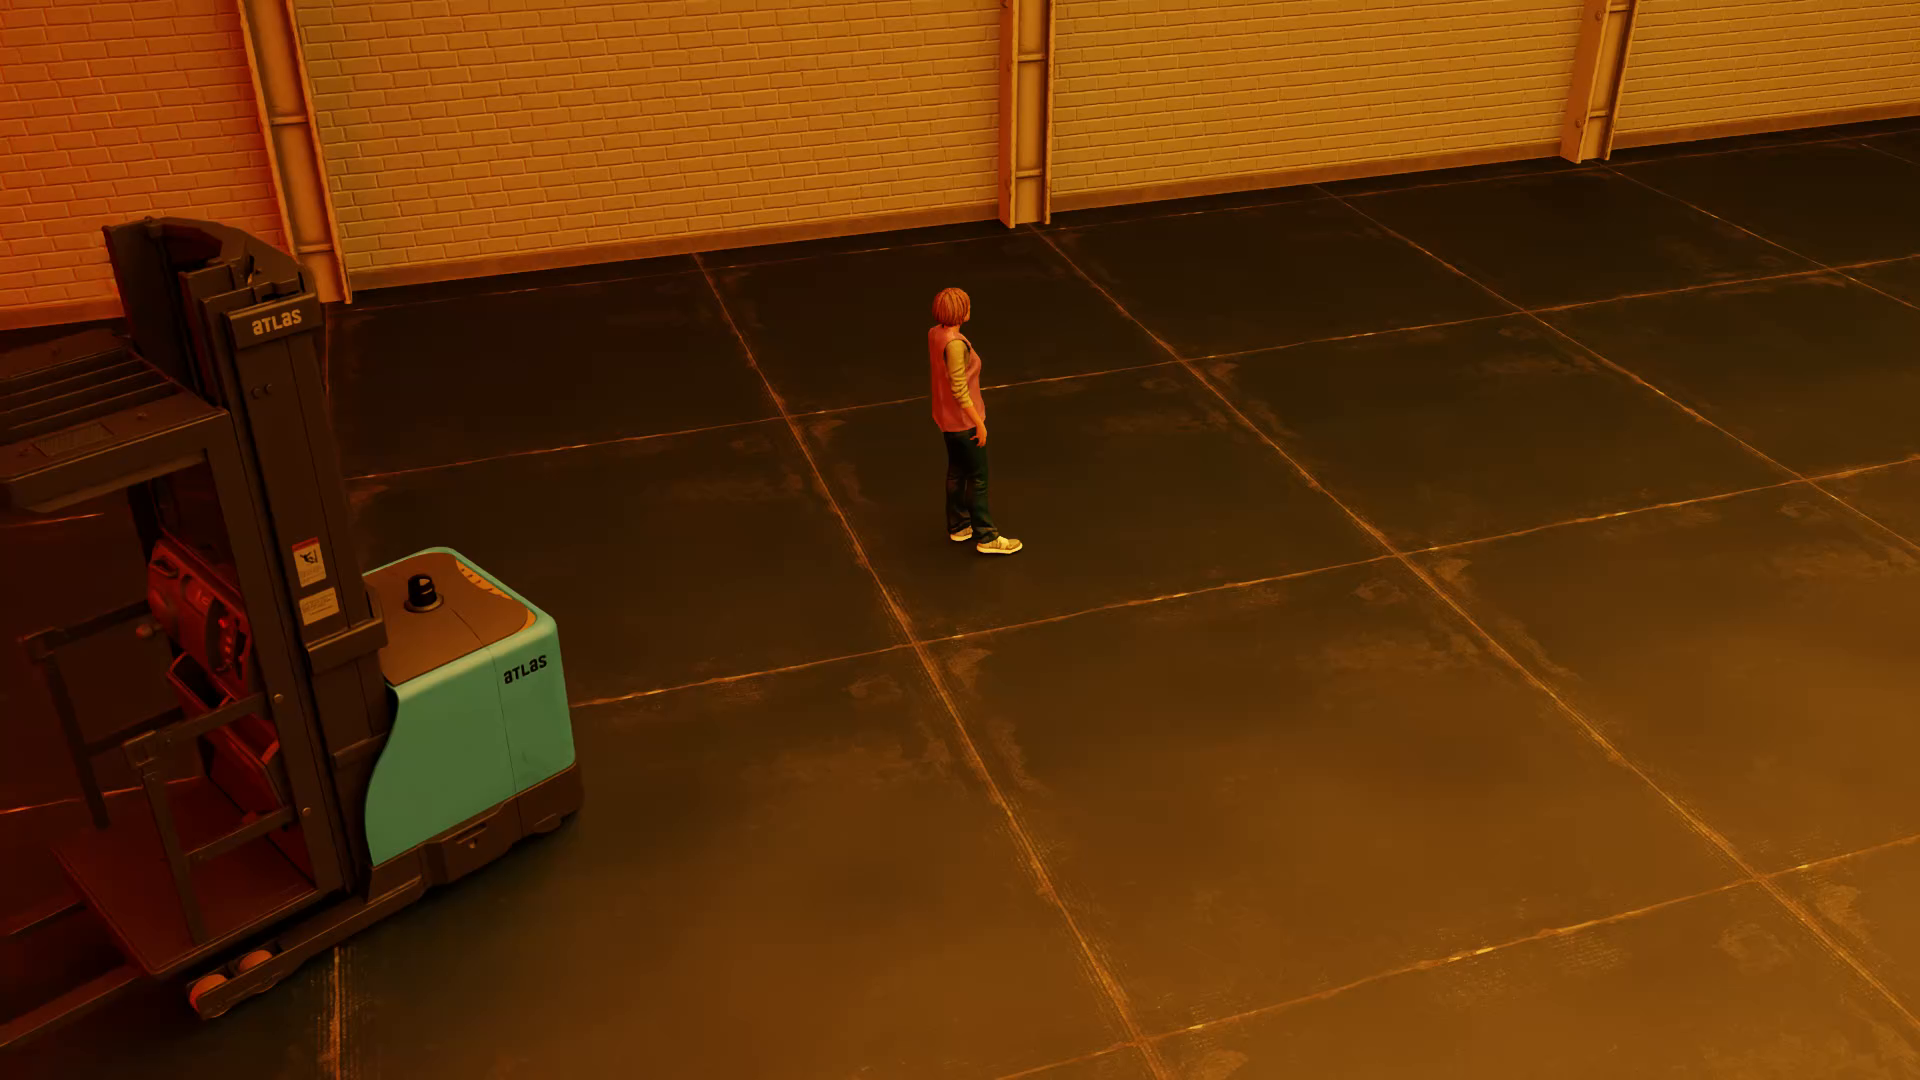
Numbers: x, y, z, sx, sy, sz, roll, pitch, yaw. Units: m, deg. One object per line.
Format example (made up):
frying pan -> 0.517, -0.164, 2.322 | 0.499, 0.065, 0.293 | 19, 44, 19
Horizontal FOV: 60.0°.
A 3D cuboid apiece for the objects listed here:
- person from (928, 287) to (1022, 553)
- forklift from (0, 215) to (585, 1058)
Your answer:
person -> 0.075, -0.704, 9.633 | 0.473, 1.599, 0.520 | -10, 31, -16
forklift -> -3.154, 0.357, 6.466 | 3.031, 2.935, 1.130 | -26, 39, -38
